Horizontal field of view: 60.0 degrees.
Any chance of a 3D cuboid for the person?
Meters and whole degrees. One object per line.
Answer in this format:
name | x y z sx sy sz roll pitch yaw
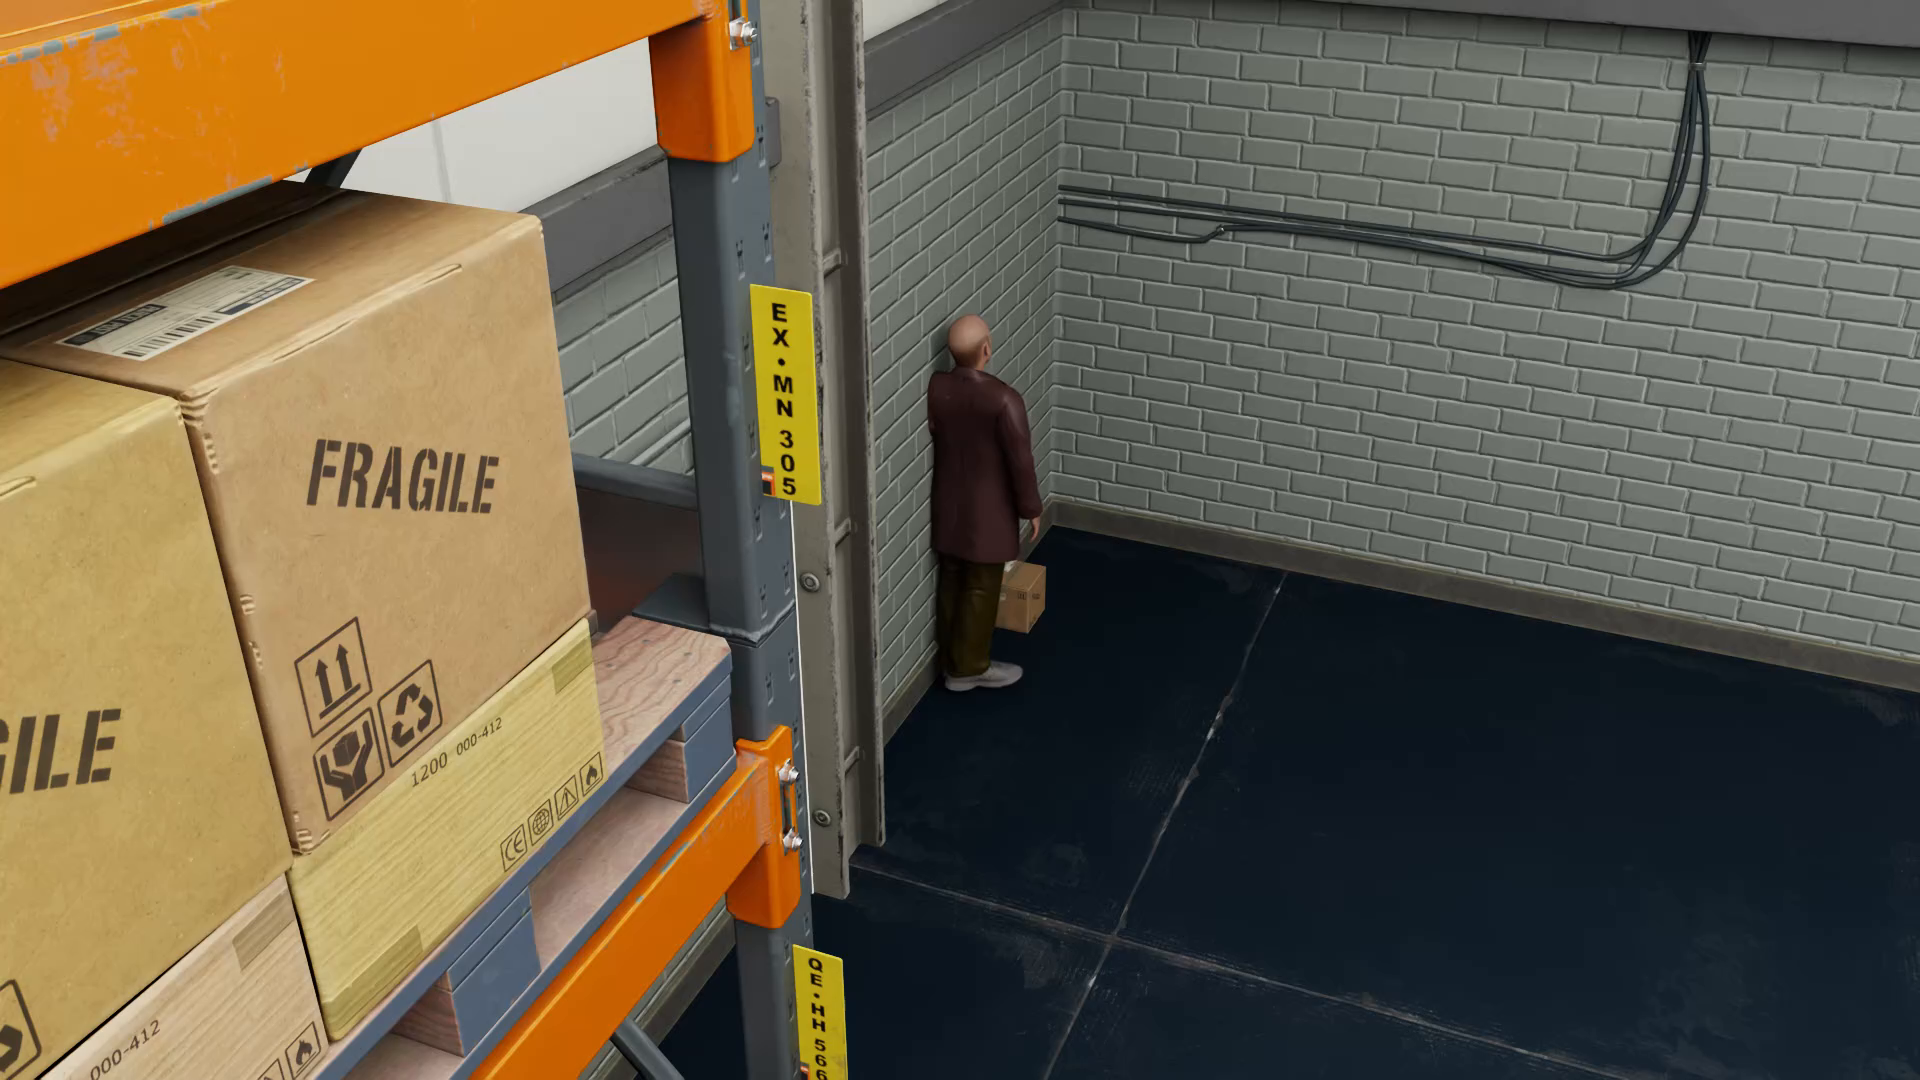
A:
person | 0.063 -0.161 7.395 0.647 1.778 0.450 16 33 26
